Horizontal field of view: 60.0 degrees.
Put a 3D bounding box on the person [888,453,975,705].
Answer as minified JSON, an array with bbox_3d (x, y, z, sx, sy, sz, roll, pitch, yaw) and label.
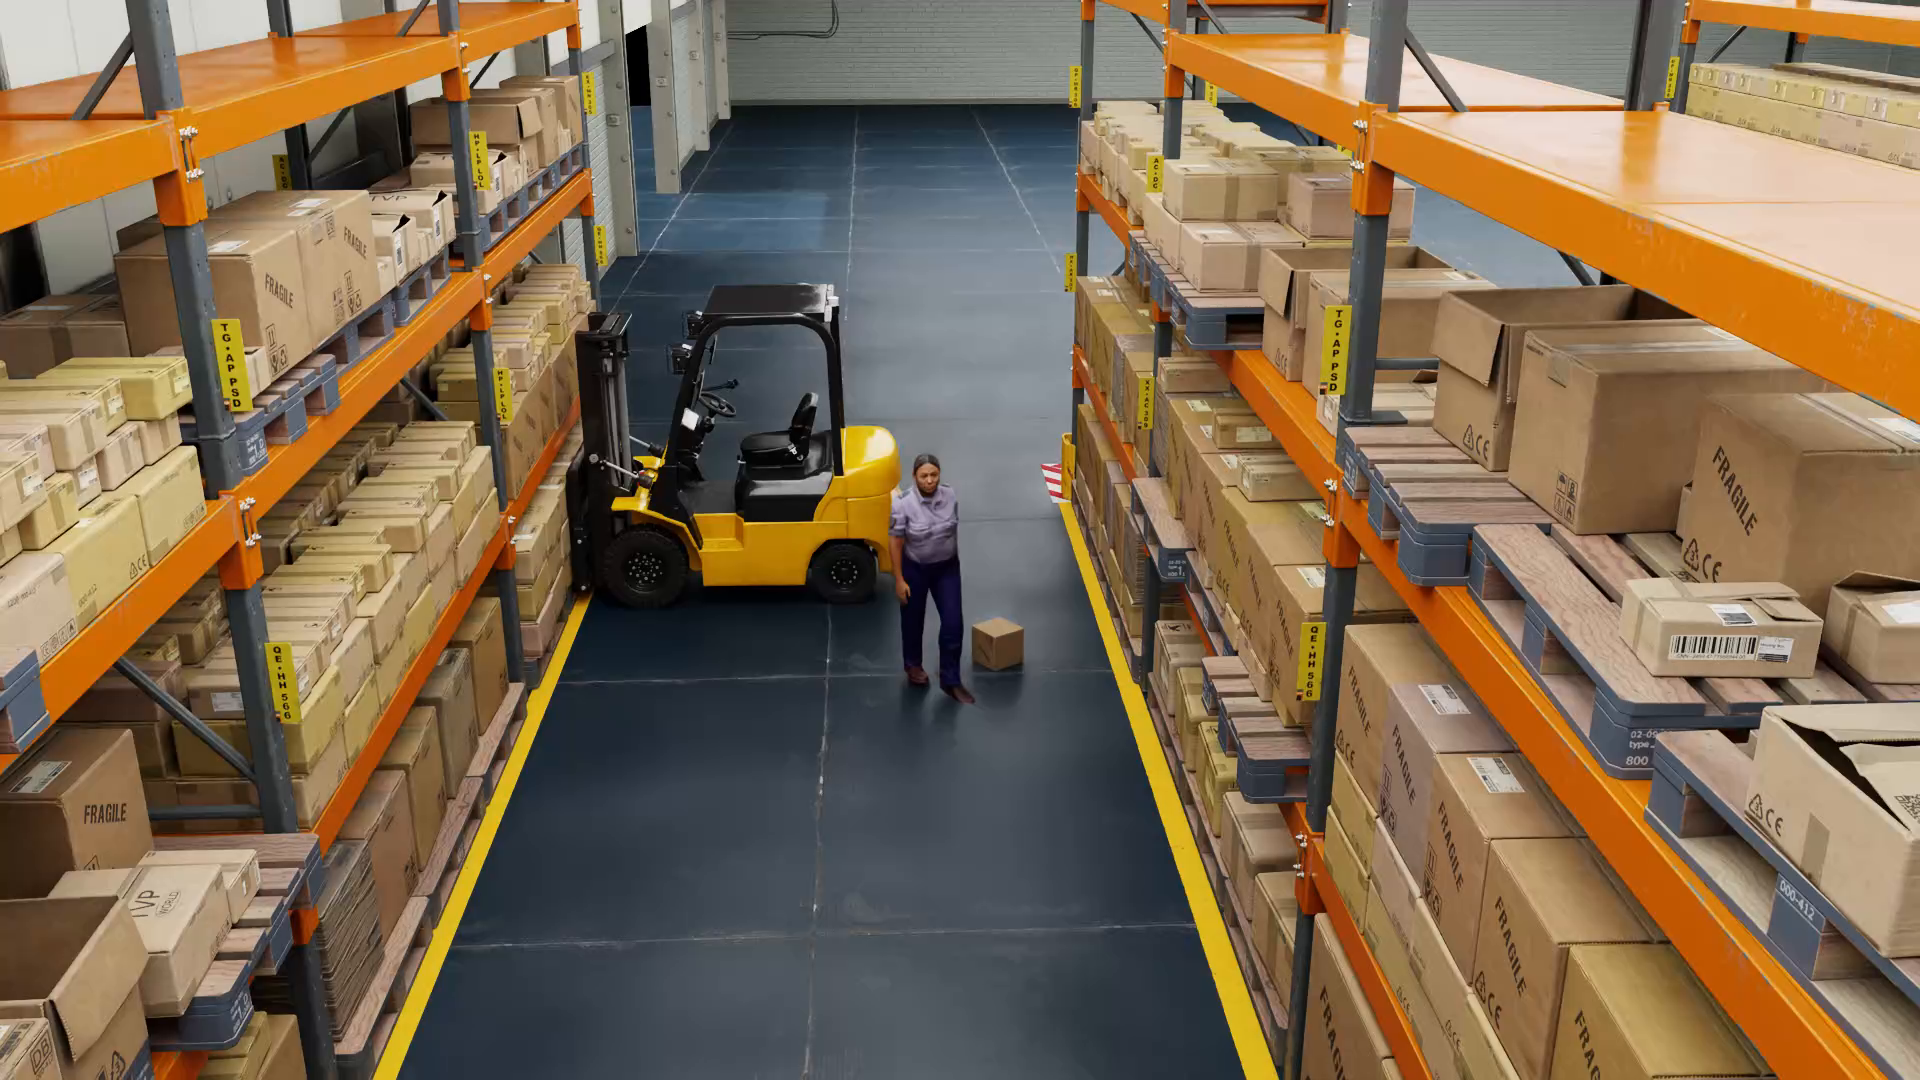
[{"bbox_3d":[-0.222,0.226,10.551,0.507,1.682,0.615,-7,22,-18],"label":"person"}]
